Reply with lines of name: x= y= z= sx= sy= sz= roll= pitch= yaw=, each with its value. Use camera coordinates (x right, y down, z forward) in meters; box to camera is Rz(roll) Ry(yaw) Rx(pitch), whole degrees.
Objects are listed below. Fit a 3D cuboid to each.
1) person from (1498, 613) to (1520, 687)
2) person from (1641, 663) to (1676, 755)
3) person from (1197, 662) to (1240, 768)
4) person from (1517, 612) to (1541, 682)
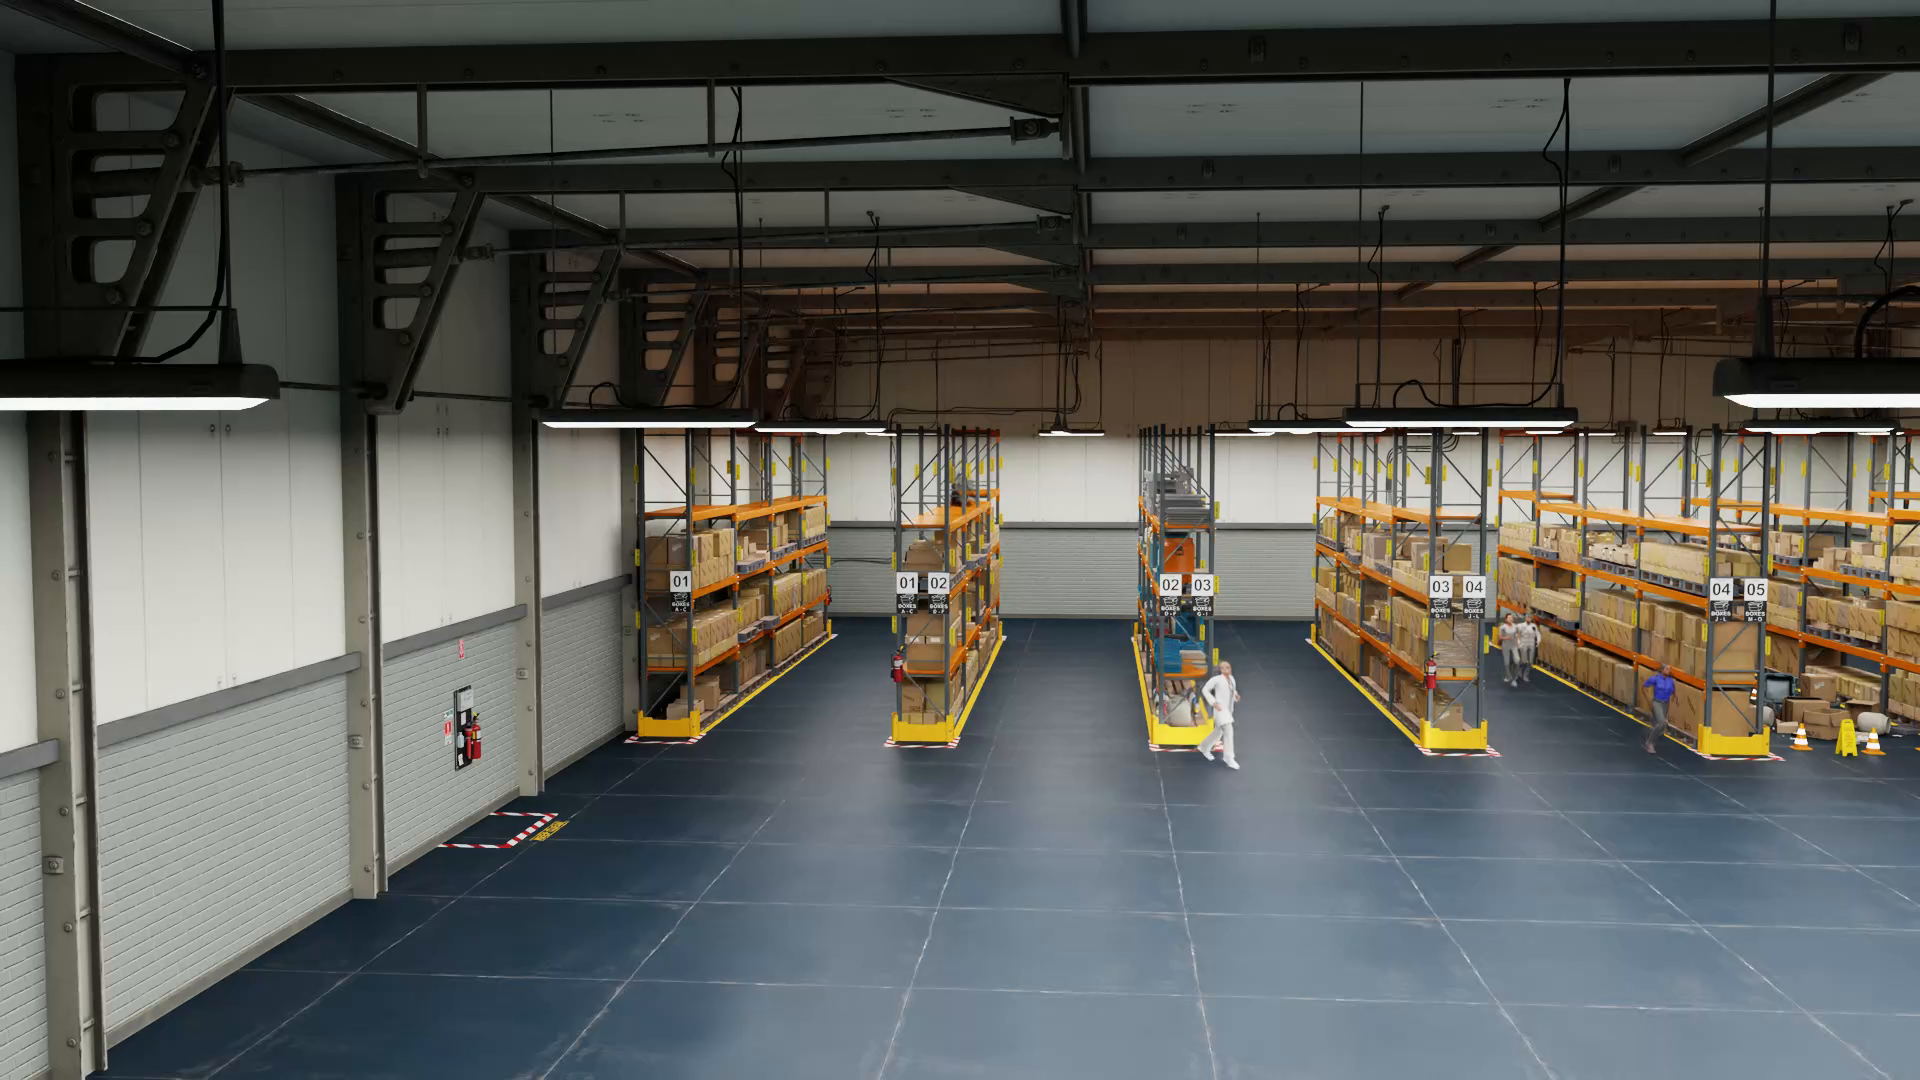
person: x=12.762 y=2.552 z=38.617 sx=0.542 sy=1.700 sz=0.731 roll=0 pitch=3 yaw=3
person: x=12.770 y=3.072 z=30.328 sx=0.595 sy=1.657 sz=0.615 roll=-1 pitch=4 yaw=-20
person: x=4.606 y=3.042 z=29.274 sx=0.925 sy=1.829 sz=0.721 roll=3 pitch=5 yaw=41
person: x=13.402 y=2.511 z=39.236 sx=0.634 sy=1.666 sz=0.544 roll=0 pitch=3 yaw=2
